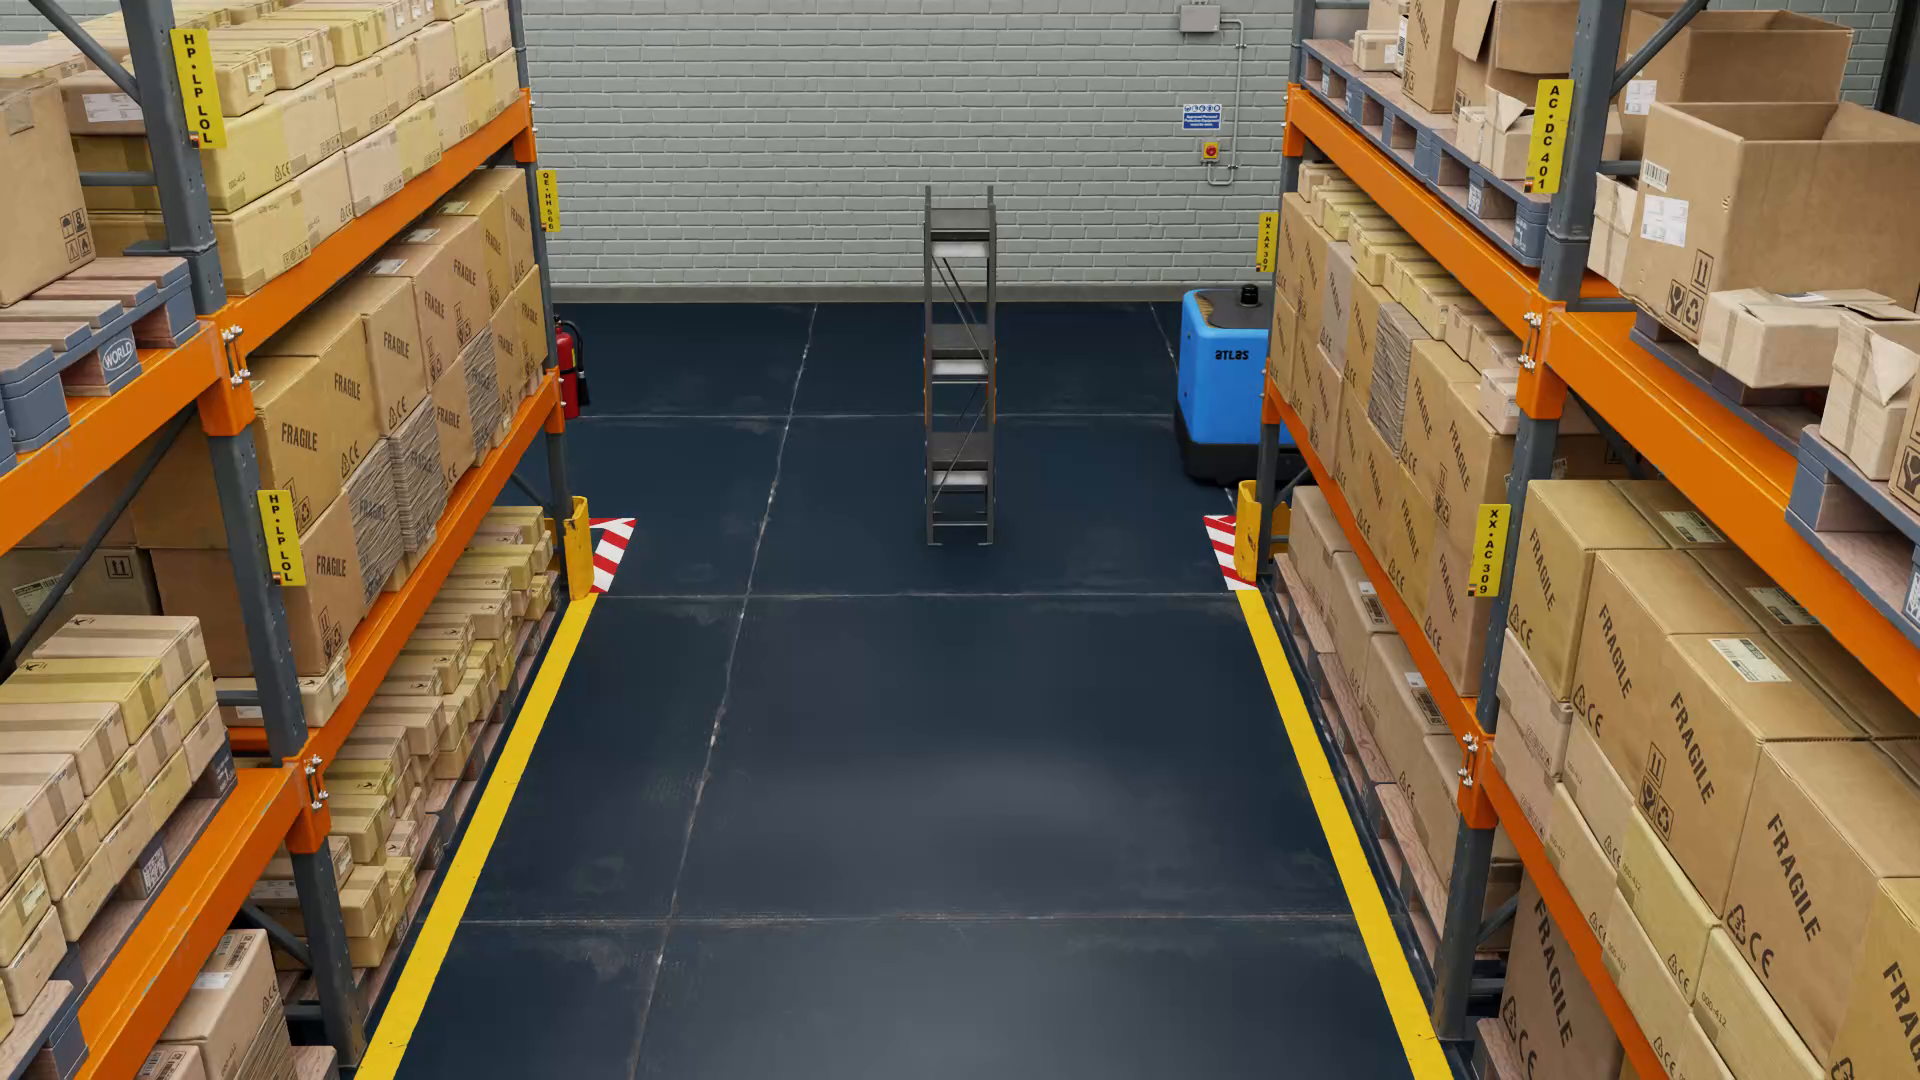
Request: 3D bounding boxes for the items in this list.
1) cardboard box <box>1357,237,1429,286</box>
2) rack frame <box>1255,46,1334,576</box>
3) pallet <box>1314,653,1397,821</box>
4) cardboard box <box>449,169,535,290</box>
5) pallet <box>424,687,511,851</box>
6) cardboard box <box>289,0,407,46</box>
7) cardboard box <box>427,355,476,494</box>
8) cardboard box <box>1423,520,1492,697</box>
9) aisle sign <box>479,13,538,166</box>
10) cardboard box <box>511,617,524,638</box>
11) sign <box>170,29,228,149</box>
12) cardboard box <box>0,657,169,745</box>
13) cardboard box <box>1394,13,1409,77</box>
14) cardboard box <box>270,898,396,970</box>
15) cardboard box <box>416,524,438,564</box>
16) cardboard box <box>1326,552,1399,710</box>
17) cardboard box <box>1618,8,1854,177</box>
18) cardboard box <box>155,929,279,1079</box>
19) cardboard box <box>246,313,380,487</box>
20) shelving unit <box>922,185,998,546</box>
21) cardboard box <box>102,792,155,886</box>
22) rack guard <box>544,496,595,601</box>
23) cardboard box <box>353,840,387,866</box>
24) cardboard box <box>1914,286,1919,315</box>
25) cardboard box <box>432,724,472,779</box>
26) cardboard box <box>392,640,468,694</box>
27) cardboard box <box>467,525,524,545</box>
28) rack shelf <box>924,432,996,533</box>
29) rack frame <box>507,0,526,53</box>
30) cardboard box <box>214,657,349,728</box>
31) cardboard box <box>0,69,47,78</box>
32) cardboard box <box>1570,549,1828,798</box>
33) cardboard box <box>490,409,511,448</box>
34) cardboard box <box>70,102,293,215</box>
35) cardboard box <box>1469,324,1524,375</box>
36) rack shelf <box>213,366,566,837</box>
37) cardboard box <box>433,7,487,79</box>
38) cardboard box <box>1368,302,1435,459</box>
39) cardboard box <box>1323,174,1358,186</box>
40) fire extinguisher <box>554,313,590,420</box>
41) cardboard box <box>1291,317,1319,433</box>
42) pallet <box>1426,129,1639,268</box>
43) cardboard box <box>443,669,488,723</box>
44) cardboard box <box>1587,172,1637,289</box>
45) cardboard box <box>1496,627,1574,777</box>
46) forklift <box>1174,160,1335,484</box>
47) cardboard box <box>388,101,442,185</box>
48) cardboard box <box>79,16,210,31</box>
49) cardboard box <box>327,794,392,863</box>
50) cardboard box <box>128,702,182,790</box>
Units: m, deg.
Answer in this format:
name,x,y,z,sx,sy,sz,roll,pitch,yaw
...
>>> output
name,x,y,z,sx,sy,sz,roll,pitch,yaw
cardboard box,1.926,-1.195,7.131,0.380,0.149,0.250,-1,24,-2
rack frame,2.224,-1.185,9.231,1.000,3.000,0.127,0,24,-1
pallet,2.321,0.916,7.969,1.003,0.211,1.213,0,24,-1
cardboard box,-2.471,-1.571,8.387,0.500,0.500,0.500,-1,24,-2
pallet,-2.740,1.017,7.746,1.003,0.211,1.213,0,24,-1
cardboard box,-2.433,-2.059,6.615,0.380,0.149,0.250,-1,24,-2
cardboard box,-2.452,-0.492,7.215,0.500,0.500,0.500,1,24,2
cardboard box,2.007,0.227,5.986,0.500,0.500,0.500,0,24,0
aisle sign,-2.426,-2.337,8.623,0.394,0.787,0.004,0,24,-1
cardboard box,-2.490,0.417,8.638,0.380,0.149,0.250,0,24,-1
sign,-2.126,-1.259,4.648,0.100,0.325,0.005,0,24,-1
cardboard box,-2.478,0.454,4.679,0.380,0.149,0.250,-1,24,-2
cardboard box,2.190,-2.131,7.159,0.500,0.311,0.500,0,24,0
cardboard box,-2.364,1.483,6.281,0.380,0.149,0.250,-1,24,-3
cardboard box,-2.420,-0.019,6.957,0.380,0.149,0.250,1,24,2
cardboard box,2.349,0.439,8.238,0.875,0.438,0.875,0,24,1
cardboard box,2.471,-1.430,5.378,0.500,0.500,0.500,0,24,0
cardboard box,-2.420,1.439,5.043,0.500,0.250,0.500,-1,24,-2
cardboard box,-2.463,-0.510,6.043,0.500,0.500,0.500,-1,24,-2
shelving unit,-0.002,-1.025,9.968,0.431,2.100,0.503,0,24,-1
cardboard box,-2.475,0.822,4.587,0.380,0.149,0.250,0,24,-1
rack guard,-2.724,0.049,9.535,1.175,0.500,0.348,0,24,-1
cardboard box,-2.458,1.244,6.448,0.380,0.149,0.250,0,24,0
cardboard box,2.487,-0.692,4.099,0.500,0.311,0.500,0,24,-1
cardboard box,-2.419,0.949,7.463,0.380,0.149,0.250,-1,24,-2
cardboard box,-2.469,0.576,7.563,0.380,0.149,0.250,0,24,0
cardboard box,-2.520,0.036,8.758,0.380,0.149,0.250,0,24,0
rack shelf,-0.002,-0.375,10.262,0.431,0.518,0.480,0,24,-1
rack frame,-2.725,-3.855,7.853,1.000,3.000,0.127,0,24,-1
cardboard box,-2.357,0.523,5.758,0.380,0.149,0.250,1,24,1
cardboard box,-2.958,-1.309,4.955,0.380,0.149,0.250,-1,24,-3
cardboard box,2.018,0.354,4.493,0.500,0.500,0.500,0,24,-1
cardboard box,-2.430,-0.563,8.159,0.380,0.149,0.250,0,24,1
cardboard box,-2.447,-1.199,5.196,0.500,0.250,0.500,1,24,1
cardboard box,2.058,-0.671,5.972,0.380,0.149,0.250,0,24,0
rack shelf,-2.703,0.031,7.415,1.077,0.370,4.000,0,24,-1
cardboard box,-2.459,-2.248,7.516,0.500,0.250,0.500,-1,24,-2
cardboard box,1.974,-0.650,6.713,0.500,0.500,0.500,0,24,0
cardboard box,2.025,-1.727,8.306,0.380,0.149,0.250,0,24,1
fire extinguisher,-2.266,-1.022,9.416,0.296,0.674,0.183,0,24,-1
cardboard box,1.975,-0.823,8.309,0.500,0.500,0.500,-1,24,-1
pallet,2.269,-1.200,5.732,1.003,0.211,1.213,0,24,-1
cardboard box,-2.393,0.713,7.622,0.380,0.149,0.250,0,24,0
cardboard box,1.923,-0.826,4.450,0.396,0.266,0.258,0,24,-1
cardboard box,1.990,0.486,5.111,0.500,0.250,0.500,-1,24,-2
forklift,3.031,-1.886,10.863,3.031,2.935,1.130,0,24,1
cardboard box,-2.425,-1.600,6.689,0.500,0.250,0.500,1,24,2
cardboard box,-2.998,-1.841,6.133,0.380,0.149,0.250,0,24,-1
cardboard box,-2.422,1.107,6.391,0.380,0.149,0.250,1,24,2
cardboard box,-2.475,0.586,4.748,0.380,0.149,0.250,0,24,0
